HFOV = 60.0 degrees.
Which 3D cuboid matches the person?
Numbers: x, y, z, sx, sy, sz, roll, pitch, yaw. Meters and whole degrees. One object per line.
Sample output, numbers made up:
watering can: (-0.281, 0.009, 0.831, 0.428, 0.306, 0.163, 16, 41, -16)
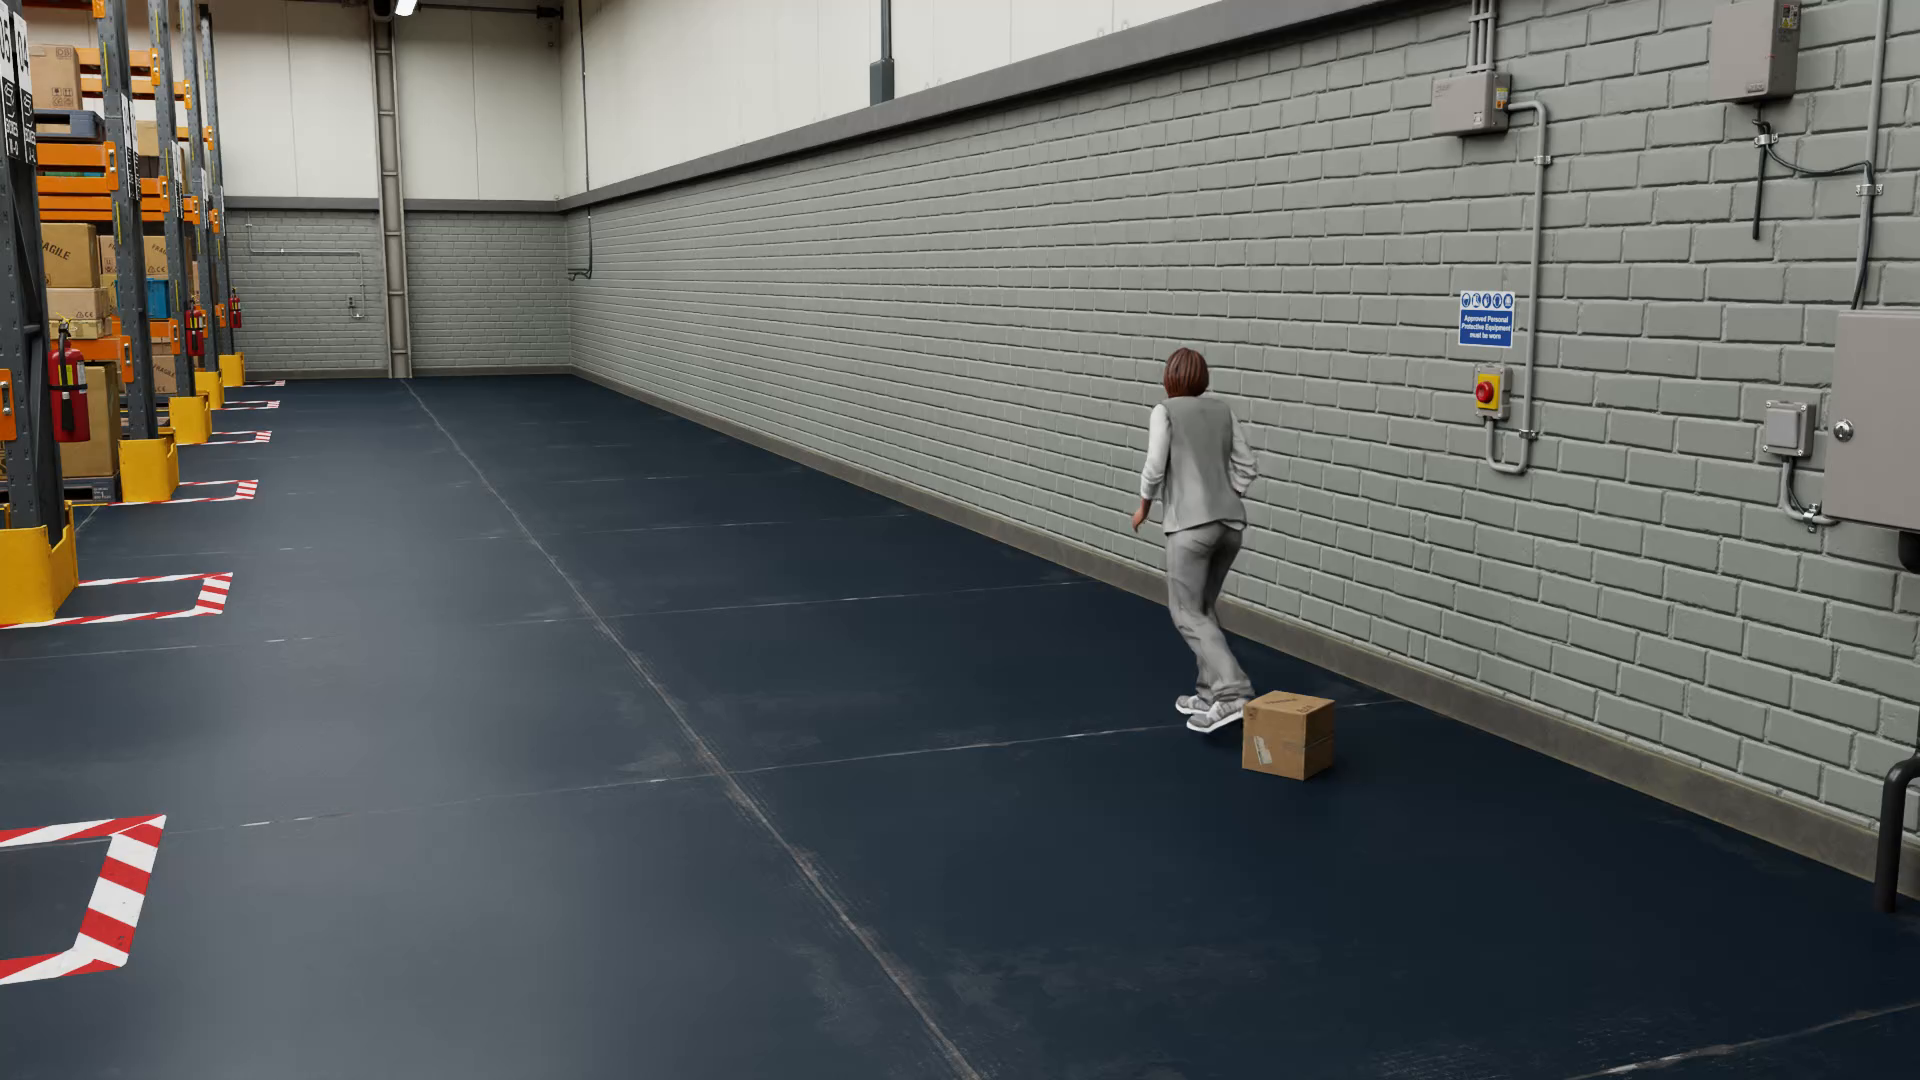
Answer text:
person: (1.014, -0.006, 6.713, 0.544, 1.511, 0.761, -5, 11, -31)
